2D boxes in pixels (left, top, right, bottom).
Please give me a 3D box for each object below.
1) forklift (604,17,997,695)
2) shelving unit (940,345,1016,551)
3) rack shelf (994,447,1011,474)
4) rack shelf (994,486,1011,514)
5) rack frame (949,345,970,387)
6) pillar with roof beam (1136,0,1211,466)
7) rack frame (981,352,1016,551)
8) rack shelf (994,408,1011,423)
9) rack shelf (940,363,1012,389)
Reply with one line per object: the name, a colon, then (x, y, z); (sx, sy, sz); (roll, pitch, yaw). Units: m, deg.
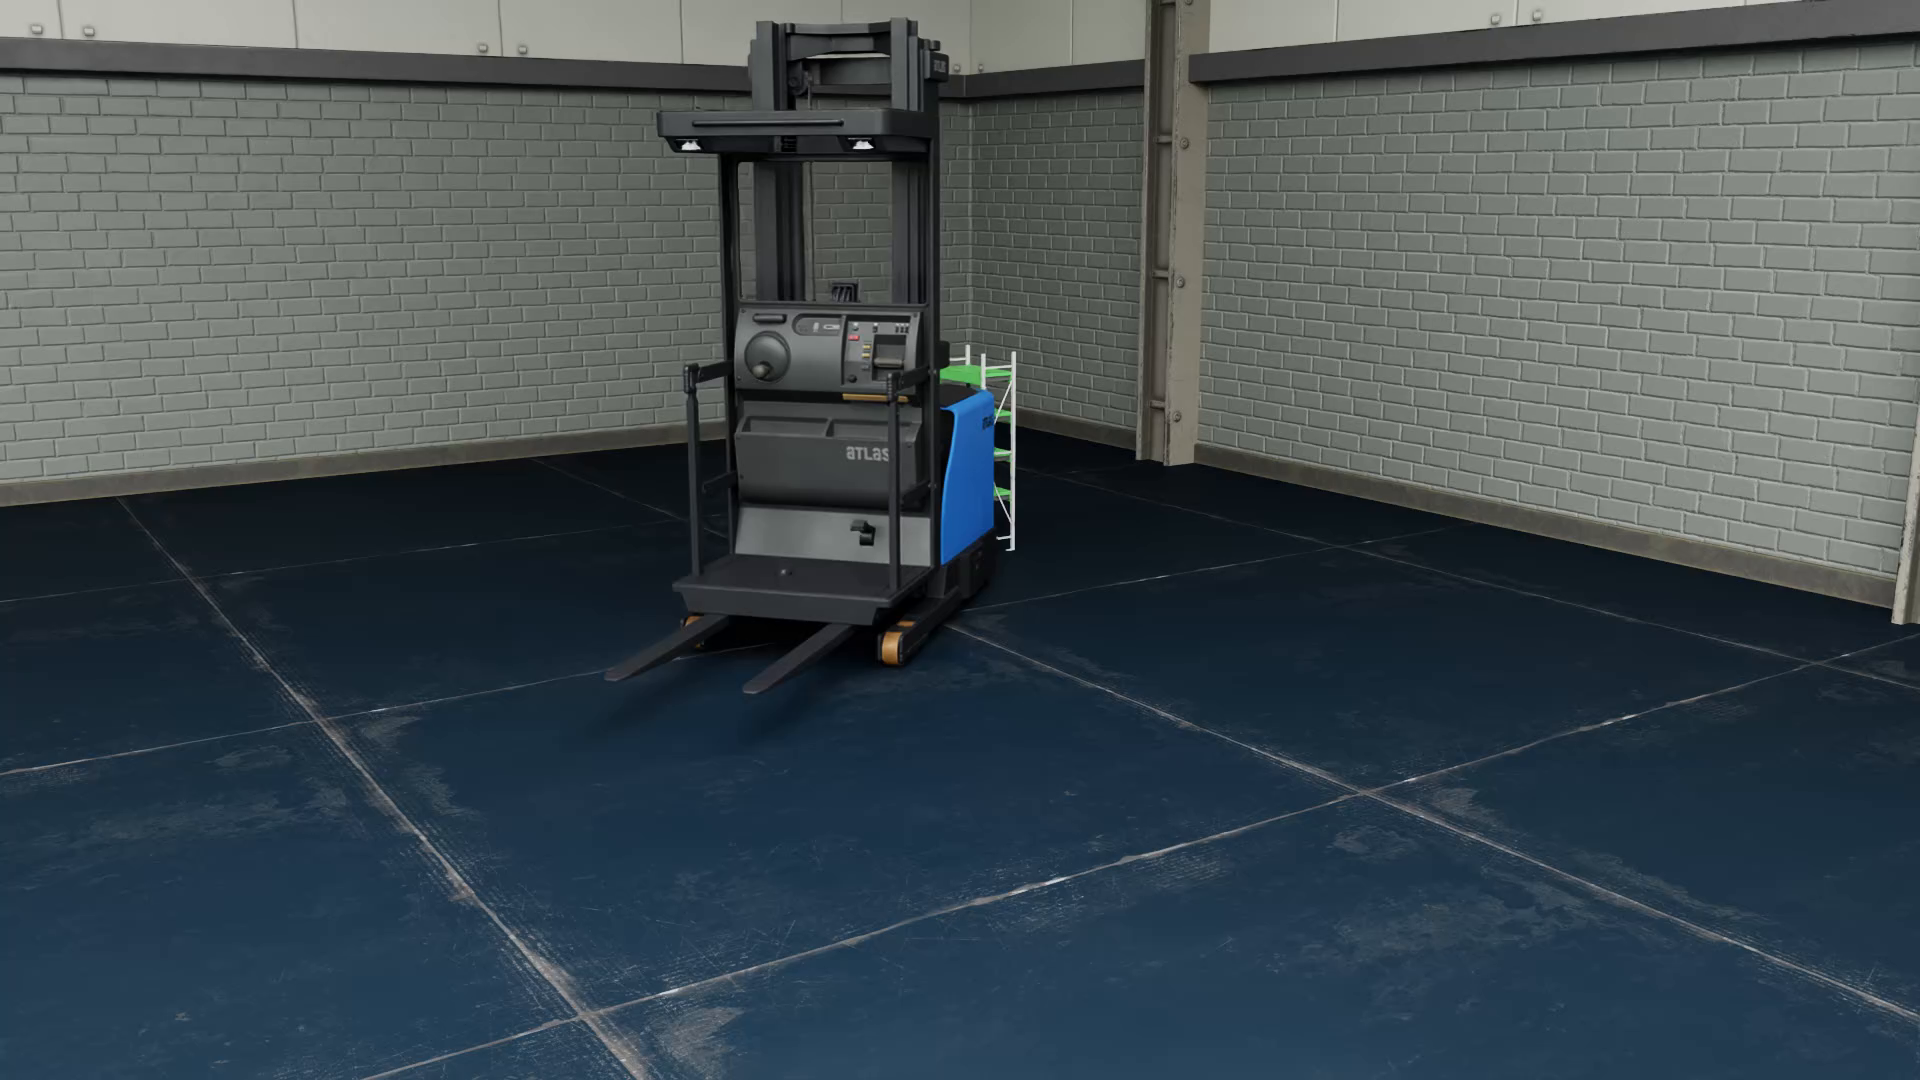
forklift: (-0.700, -0.940, 7.800); (1.130, 2.935, 3.031); (4, 13, 16)
shelving unit: (0.092, -0.557, 10.099); (0.258, 1.200, 0.503); (-8, 15, -33)
rack shelf: (0.092, -0.494, 10.113); (0.258, 0.148, 0.480); (-8, 15, -33)
rack shelf: (0.092, -0.260, 10.164); (0.258, 0.148, 0.480); (-8, 15, -33)
rack frame: (-0.043, -0.600, 10.297); (0.240, 1.200, 0.015); (-8, 15, -33)
pillar with roof beam: (-1.942, -4.519, 9.961); (9.100, 9.000, 0.400); (-8, 15, -33)
rack frame: (0.227, -0.513, 9.901); (0.240, 1.200, 0.015); (-8, 15, -33)
rack shelf: (0.092, -0.729, 10.061); (0.258, 0.148, 0.480); (-8, 15, -33)
rack shelf: (0.092, -0.963, 10.010); (0.258, 0.148, 0.480); (-8, 15, -33)
